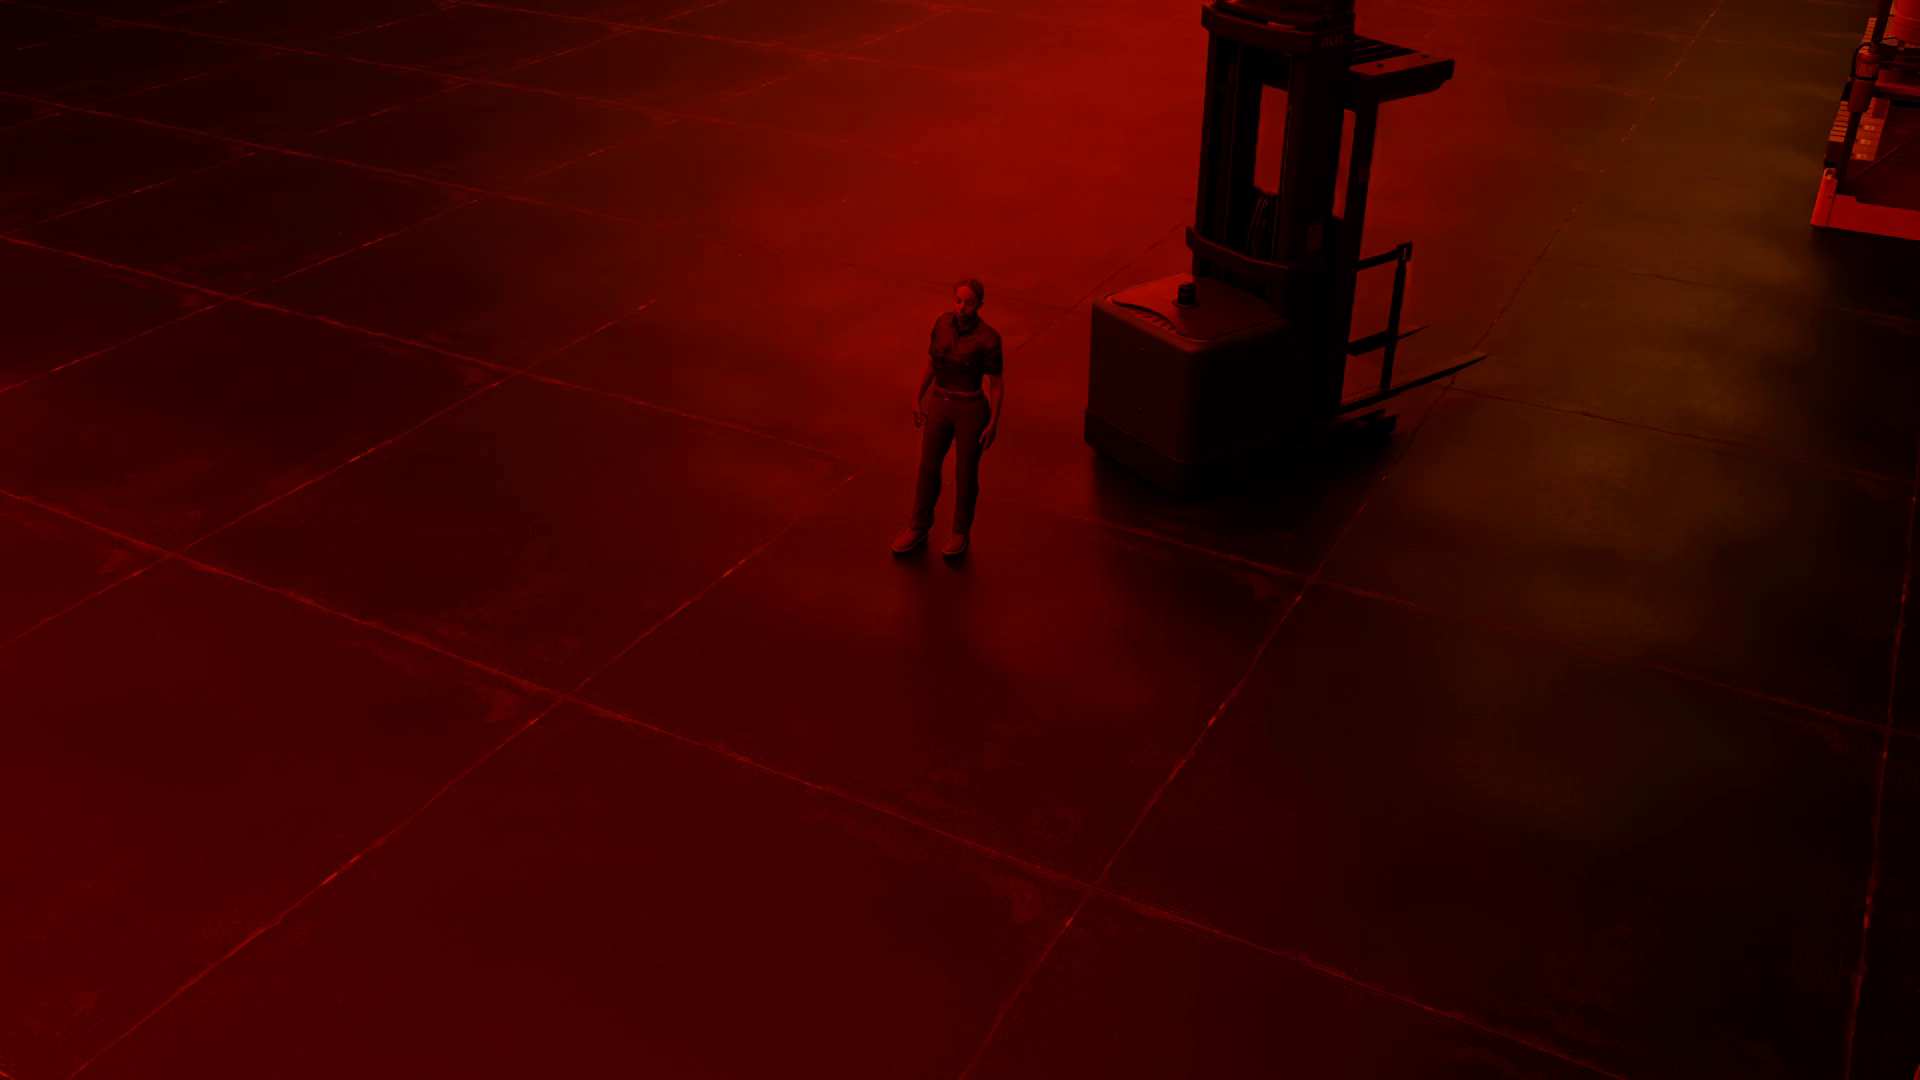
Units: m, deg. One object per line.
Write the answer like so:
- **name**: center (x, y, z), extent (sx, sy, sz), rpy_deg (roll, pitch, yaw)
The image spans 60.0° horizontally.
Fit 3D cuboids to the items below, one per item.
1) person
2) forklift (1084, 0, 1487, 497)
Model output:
- **person**: center (-0.060, -0.690, 9.527), extent (0.569, 1.655, 0.504), rpy_deg (15, 33, 25)
- **forklift**: center (2.322, -2.100, 10.710), extent (3.031, 2.935, 1.130), rpy_deg (-19, 35, -30)
